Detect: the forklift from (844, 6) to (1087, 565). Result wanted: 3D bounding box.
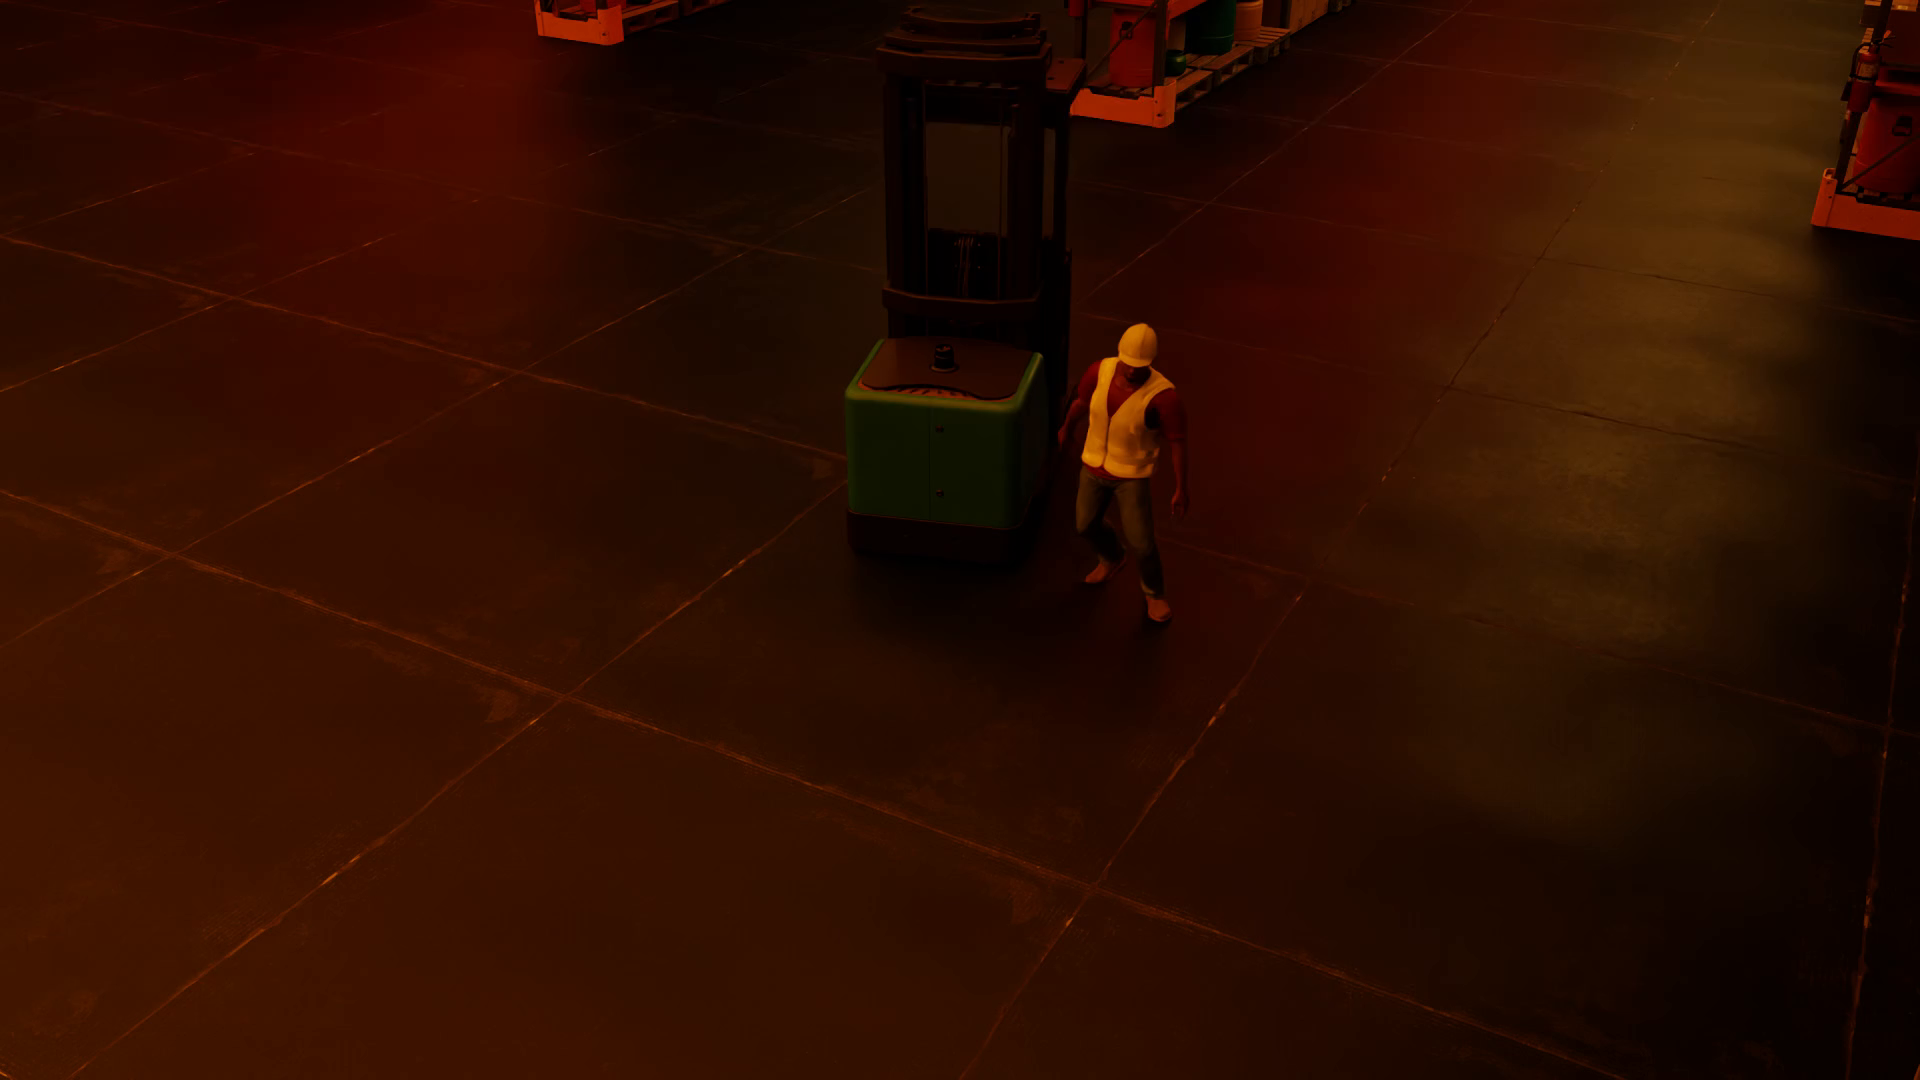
[{"bbox_3d":[0.145,-1.846,10.269,1.130,2.935,3.031,6,31,11],"label":"forklift"}]

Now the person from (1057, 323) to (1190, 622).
[{"bbox_3d":[0.872,-0.438,9.101,0.897,1.718,0.502,23,37,35],"label":"person"}]
